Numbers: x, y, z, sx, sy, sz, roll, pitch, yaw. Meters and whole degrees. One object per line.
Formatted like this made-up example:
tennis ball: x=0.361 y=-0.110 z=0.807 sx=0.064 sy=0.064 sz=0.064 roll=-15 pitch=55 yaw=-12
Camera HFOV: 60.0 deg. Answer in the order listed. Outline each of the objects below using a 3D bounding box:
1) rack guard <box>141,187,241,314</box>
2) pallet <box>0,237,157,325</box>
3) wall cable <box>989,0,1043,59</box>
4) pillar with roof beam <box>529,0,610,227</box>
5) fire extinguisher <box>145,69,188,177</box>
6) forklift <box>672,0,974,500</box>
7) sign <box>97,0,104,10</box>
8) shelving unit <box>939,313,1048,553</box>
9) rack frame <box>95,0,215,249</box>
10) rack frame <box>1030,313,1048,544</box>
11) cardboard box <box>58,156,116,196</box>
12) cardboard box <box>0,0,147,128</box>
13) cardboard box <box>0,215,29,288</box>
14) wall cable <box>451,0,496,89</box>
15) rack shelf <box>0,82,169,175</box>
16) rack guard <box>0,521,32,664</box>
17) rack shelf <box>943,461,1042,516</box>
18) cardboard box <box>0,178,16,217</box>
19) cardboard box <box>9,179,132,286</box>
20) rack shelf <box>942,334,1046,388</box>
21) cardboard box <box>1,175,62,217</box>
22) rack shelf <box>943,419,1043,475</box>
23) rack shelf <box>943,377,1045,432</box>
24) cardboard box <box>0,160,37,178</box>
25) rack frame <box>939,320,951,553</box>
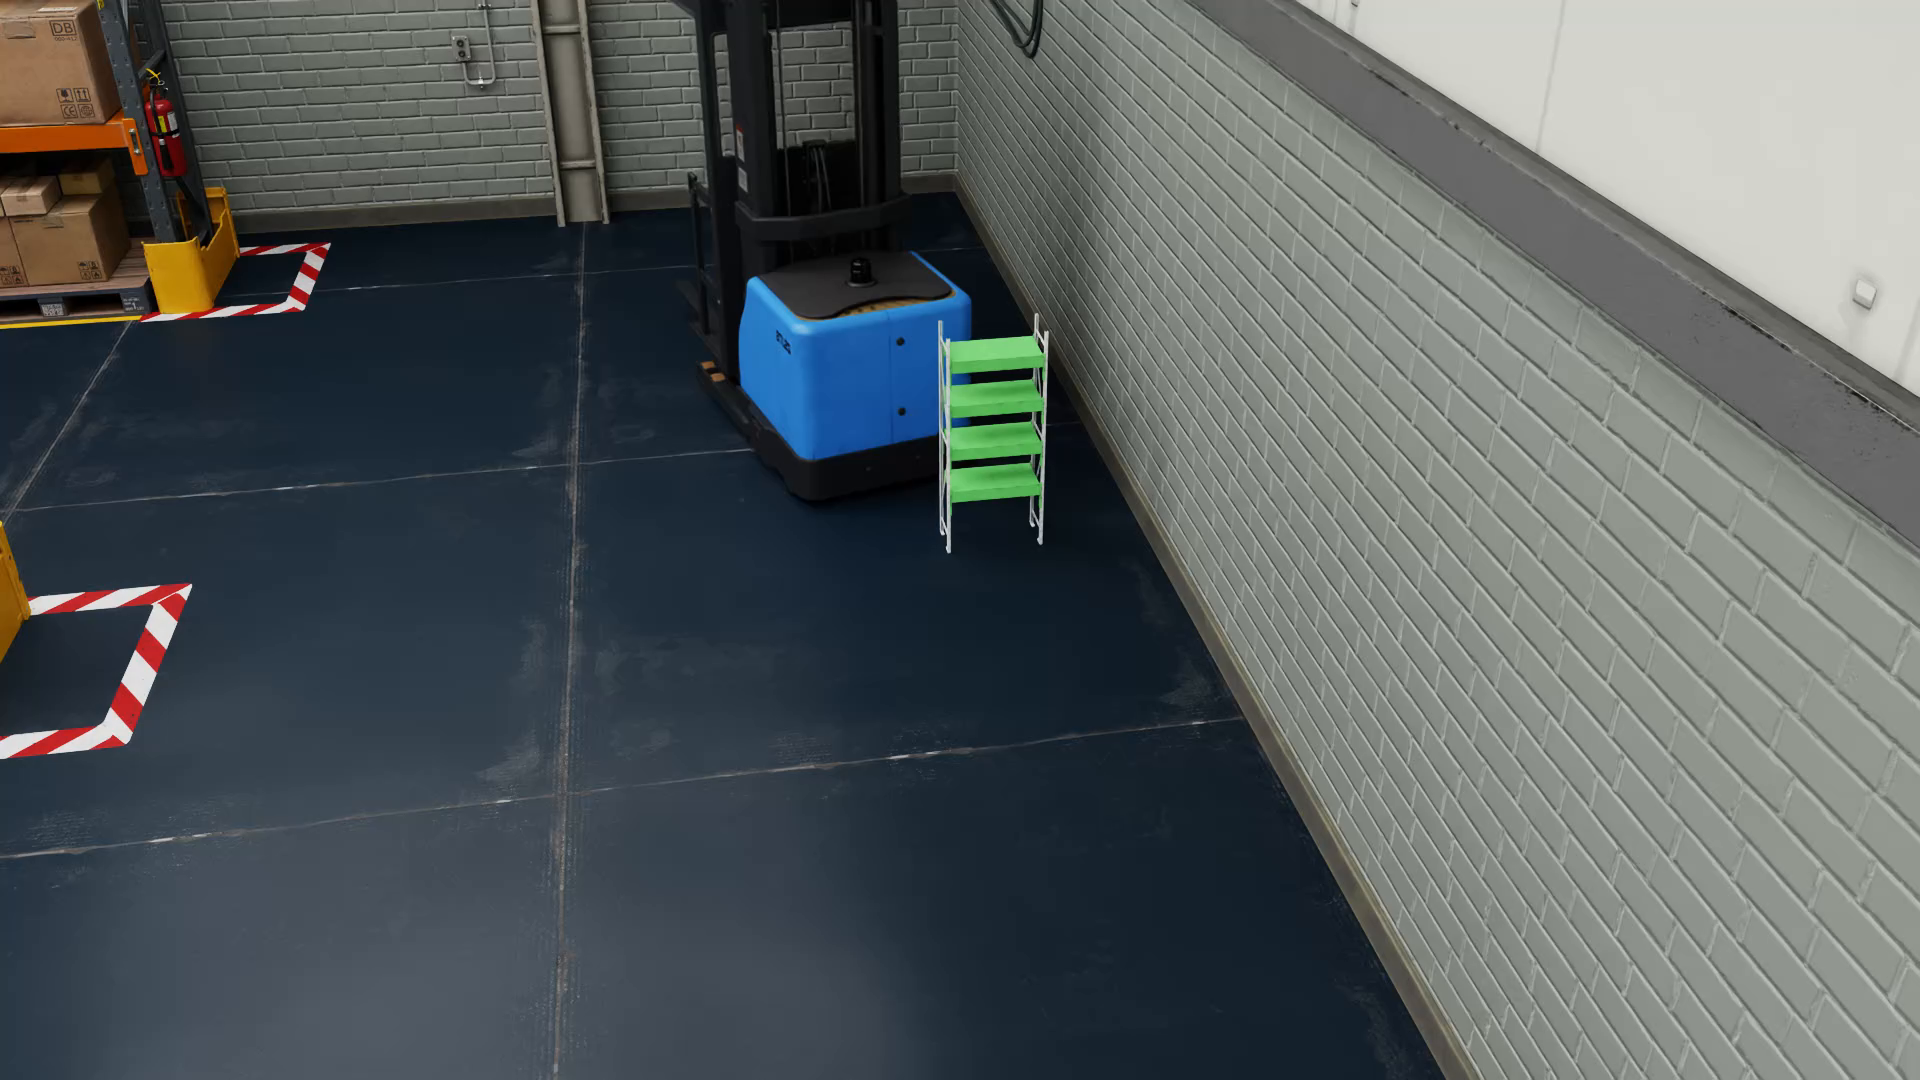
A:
rack guard: x=-5.420 y=-2.060 z=11.761 sx=0.348 sy=0.500 sz=1.175 roll=-5 pitch=31 yaw=-9
pallet: x=-6.216 y=-1.822 z=11.640 sx=1.213 sy=0.211 sz=1.003 roll=-5 pitch=31 yaw=-9
wall cable: x=0.184 y=-4.721 z=10.965 sx=0.112 sy=2.526 sz=3.097 roll=-5 pitch=31 yaw=-9
pillar with roof beam: x=-2.168 y=-4.253 z=7.105 sx=0.400 sy=9.000 sz=9.100 roll=-5 pitch=31 yaw=-9
fire extinguisher: x=-5.212 y=-2.725 z=10.870 sx=0.183 sy=0.674 sz=0.296 roll=-5 pitch=31 yaw=-9
forklift: x=-0.998 y=-2.206 z=9.609 sx=1.130 sy=2.935 sz=3.031 roll=-13 pitch=33 yaw=-21
sign: x=-5.360 y=-3.465 z=10.308 sx=0.005 sy=0.325 sz=0.100 roll=-5 pitch=31 yaw=-9
shelving unit: x=0.163 y=-0.532 z=8.472 sx=0.503 sy=1.200 sz=0.258 roll=-5 pitch=31 yaw=-9
rack frame: x=-5.444 y=-3.136 z=11.123 sx=0.127 sy=3.000 sz=1.000 roll=-5 pitch=31 yaw=-9
rack frame: x=0.403 y=-0.555 z=8.509 sx=0.015 sy=1.200 sz=0.240 roll=-5 pitch=31 yaw=-9
cardboard box: x=-6.027 y=-2.516 z=11.482 sx=0.250 sy=0.149 sz=0.380 roll=-5 pitch=31 yaw=-9
cardboard box: x=-5.944 y=-3.213 z=10.960 sx=0.700 sy=0.700 sz=0.980 roll=-4 pitch=31 yaw=-7
cardboard box: x=-6.606 y=-2.080 z=11.379 sx=0.500 sy=0.500 sz=0.700 roll=-5 pitch=31 yaw=-9
wall cable: x=-4.355 y=-4.162 z=11.867 sx=1.851 sy=1.984 sz=0.084 roll=-5 pitch=31 yaw=-9
rack shelf: x=-7.411 y=-2.643 z=10.995 sx=4.000 sy=0.370 sz=1.077 roll=-5 pitch=31 yaw=-9
rack guard: x=-4.623 y=0.418 z=7.545 sx=0.348 sy=0.500 sz=1.175 roll=-5 pitch=31 yaw=-9
rack shelf: x=0.163 y=-0.270 z=8.626 sx=0.480 sy=0.148 sz=0.258 roll=-5 pitch=31 yaw=-9
cardboard box: x=-6.459 y=-2.279 z=11.078 sx=0.250 sy=0.149 sz=0.380 roll=-5 pitch=31 yaw=-8
cardboard box: x=-6.114 y=-2.125 z=11.457 sx=0.500 sy=0.500 sz=0.700 roll=-5 pitch=31 yaw=-9
rack shelf: x=0.163 y=-0.891 z=8.261 sx=0.480 sy=0.148 sz=0.258 roll=-5 pitch=31 yaw=-9
cardboard box: x=-6.208 y=-2.302 z=11.118 sx=0.250 sy=0.149 sz=0.380 roll=-6 pitch=31 yaw=-10
rack shelf: x=0.163 y=-0.477 z=8.504 sx=0.480 sy=0.148 sz=0.258 roll=-5 pitch=31 yaw=-9
rack shelf: x=0.163 y=-0.684 z=8.382 sx=0.480 sy=0.148 sz=0.258 roll=-5 pitch=31 yaw=-9
cardboard box: x=-6.526 y=-2.469 z=11.402 sx=0.250 sy=0.149 sz=0.380 roll=-5 pitch=31 yaw=-9
rack frame: x=-0.077 y=-0.510 z=8.434 sx=0.015 sy=1.200 sz=0.240 roll=-5 pitch=31 yaw=-9
